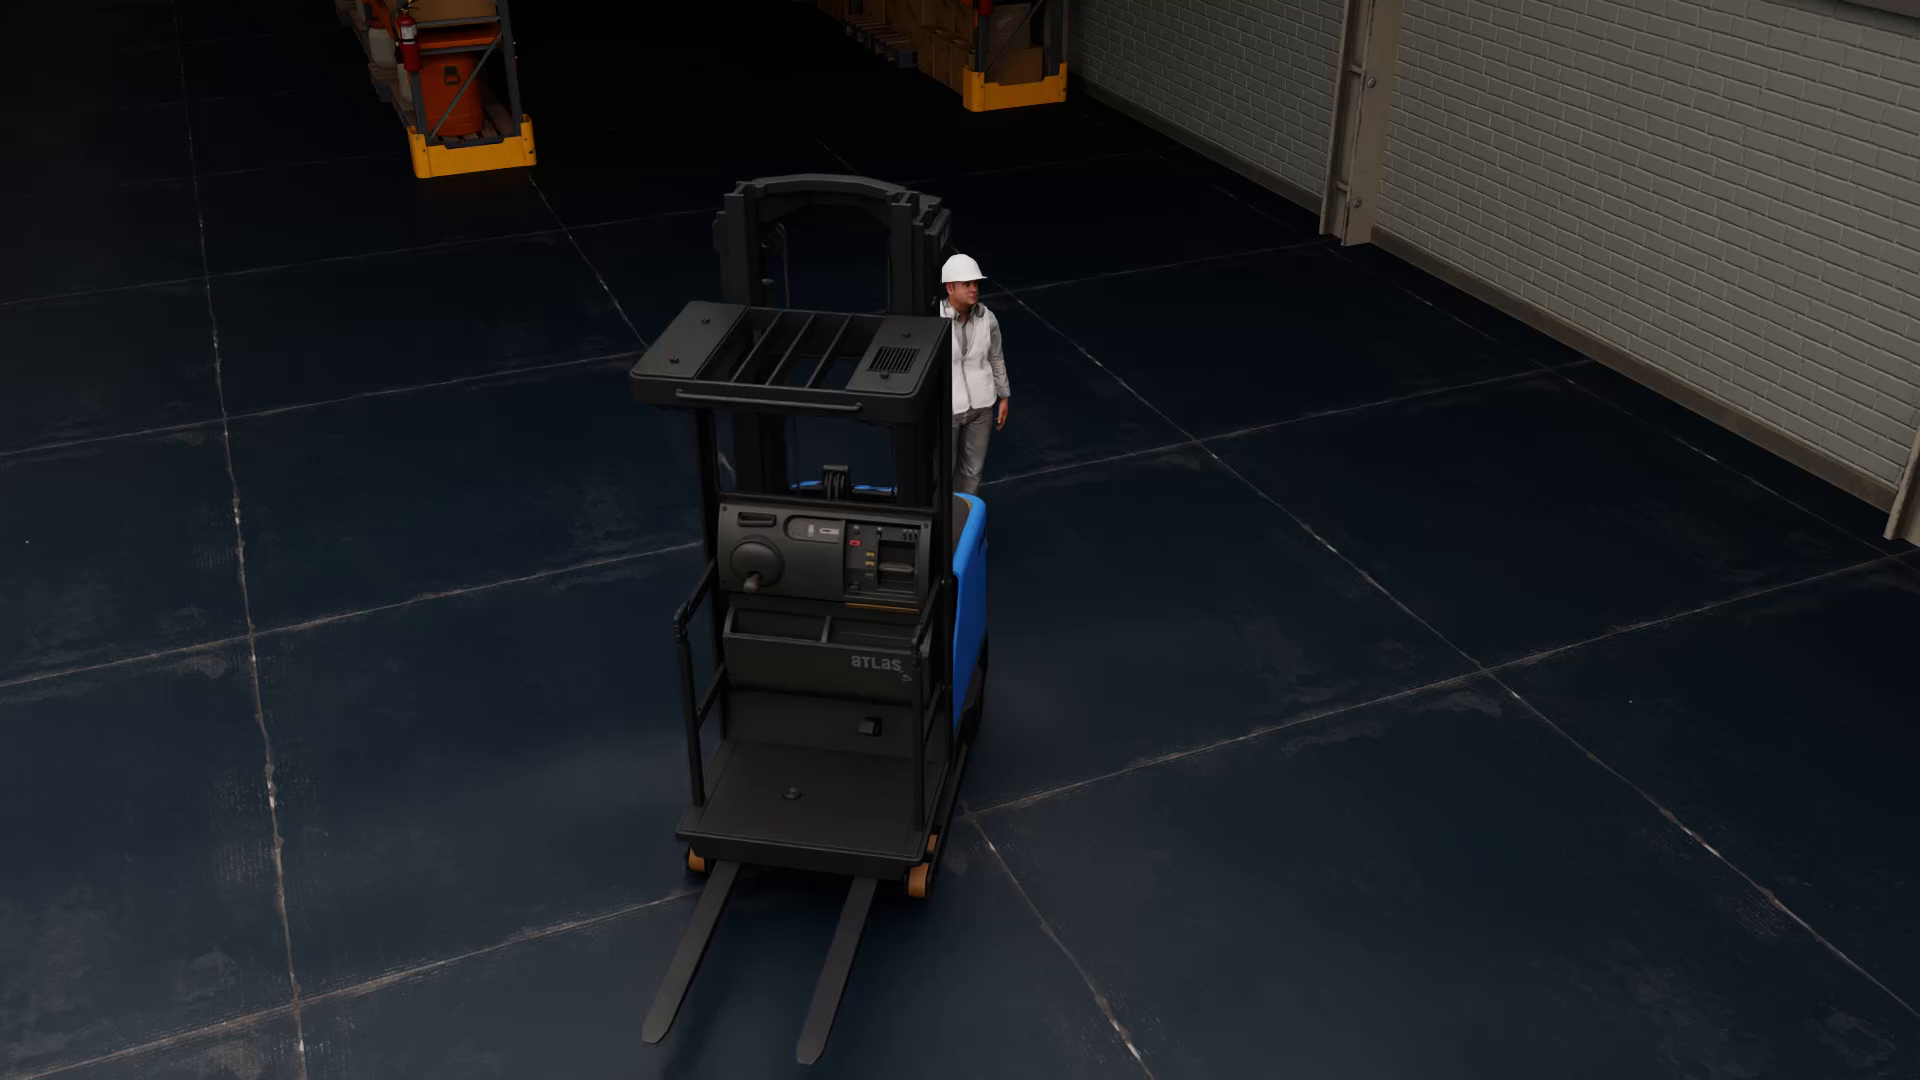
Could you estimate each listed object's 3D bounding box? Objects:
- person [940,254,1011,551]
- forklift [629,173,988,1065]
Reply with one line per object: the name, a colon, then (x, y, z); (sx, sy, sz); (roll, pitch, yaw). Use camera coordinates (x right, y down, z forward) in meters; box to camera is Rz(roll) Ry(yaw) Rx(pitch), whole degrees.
person: (0.017, -0.747, 9.577); (0.632, 1.773, 0.568); (-12, 32, -20)
forklift: (-0.616, 0.109, 6.929); (1.130, 2.935, 3.031); (5, 30, 9)
